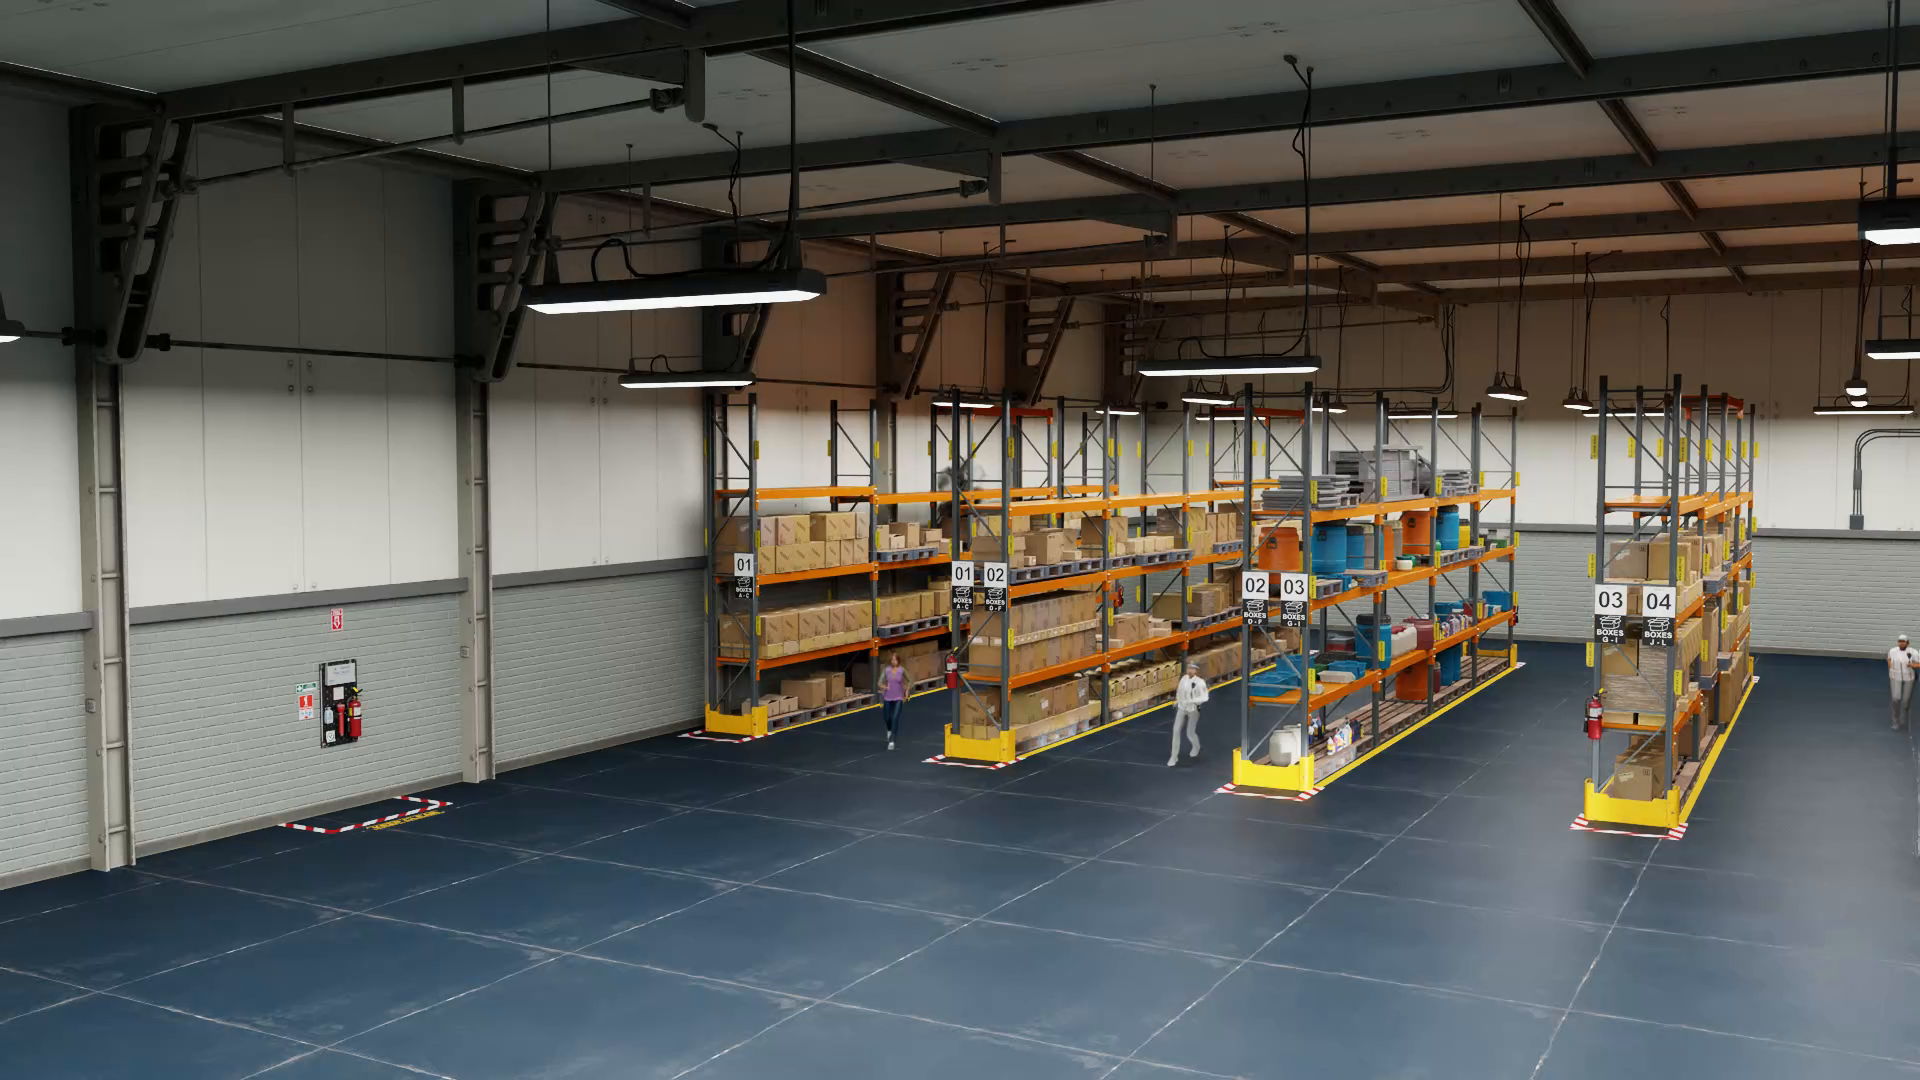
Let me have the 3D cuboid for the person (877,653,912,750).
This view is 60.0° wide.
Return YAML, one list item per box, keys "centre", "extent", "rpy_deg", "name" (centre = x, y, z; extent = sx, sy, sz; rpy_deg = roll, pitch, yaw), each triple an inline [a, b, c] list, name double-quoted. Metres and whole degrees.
- centre: [-1.101, 2.691, 27.958]
  extent: [0.567, 1.559, 0.862]
  rpy_deg: [0, 3, 5]
  name: "person"

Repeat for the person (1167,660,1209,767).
- centre: [3.680, 2.735, 26.499]
  extent: [0.643, 1.689, 0.910]
  rpy_deg: [2, 4, 35]
  name: "person"

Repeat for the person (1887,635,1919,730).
- centre: [17.044, 2.560, 30.001]
  extent: [0.581, 1.721, 0.814]
  rpy_deg: [2, 4, 32]
  name: "person"
